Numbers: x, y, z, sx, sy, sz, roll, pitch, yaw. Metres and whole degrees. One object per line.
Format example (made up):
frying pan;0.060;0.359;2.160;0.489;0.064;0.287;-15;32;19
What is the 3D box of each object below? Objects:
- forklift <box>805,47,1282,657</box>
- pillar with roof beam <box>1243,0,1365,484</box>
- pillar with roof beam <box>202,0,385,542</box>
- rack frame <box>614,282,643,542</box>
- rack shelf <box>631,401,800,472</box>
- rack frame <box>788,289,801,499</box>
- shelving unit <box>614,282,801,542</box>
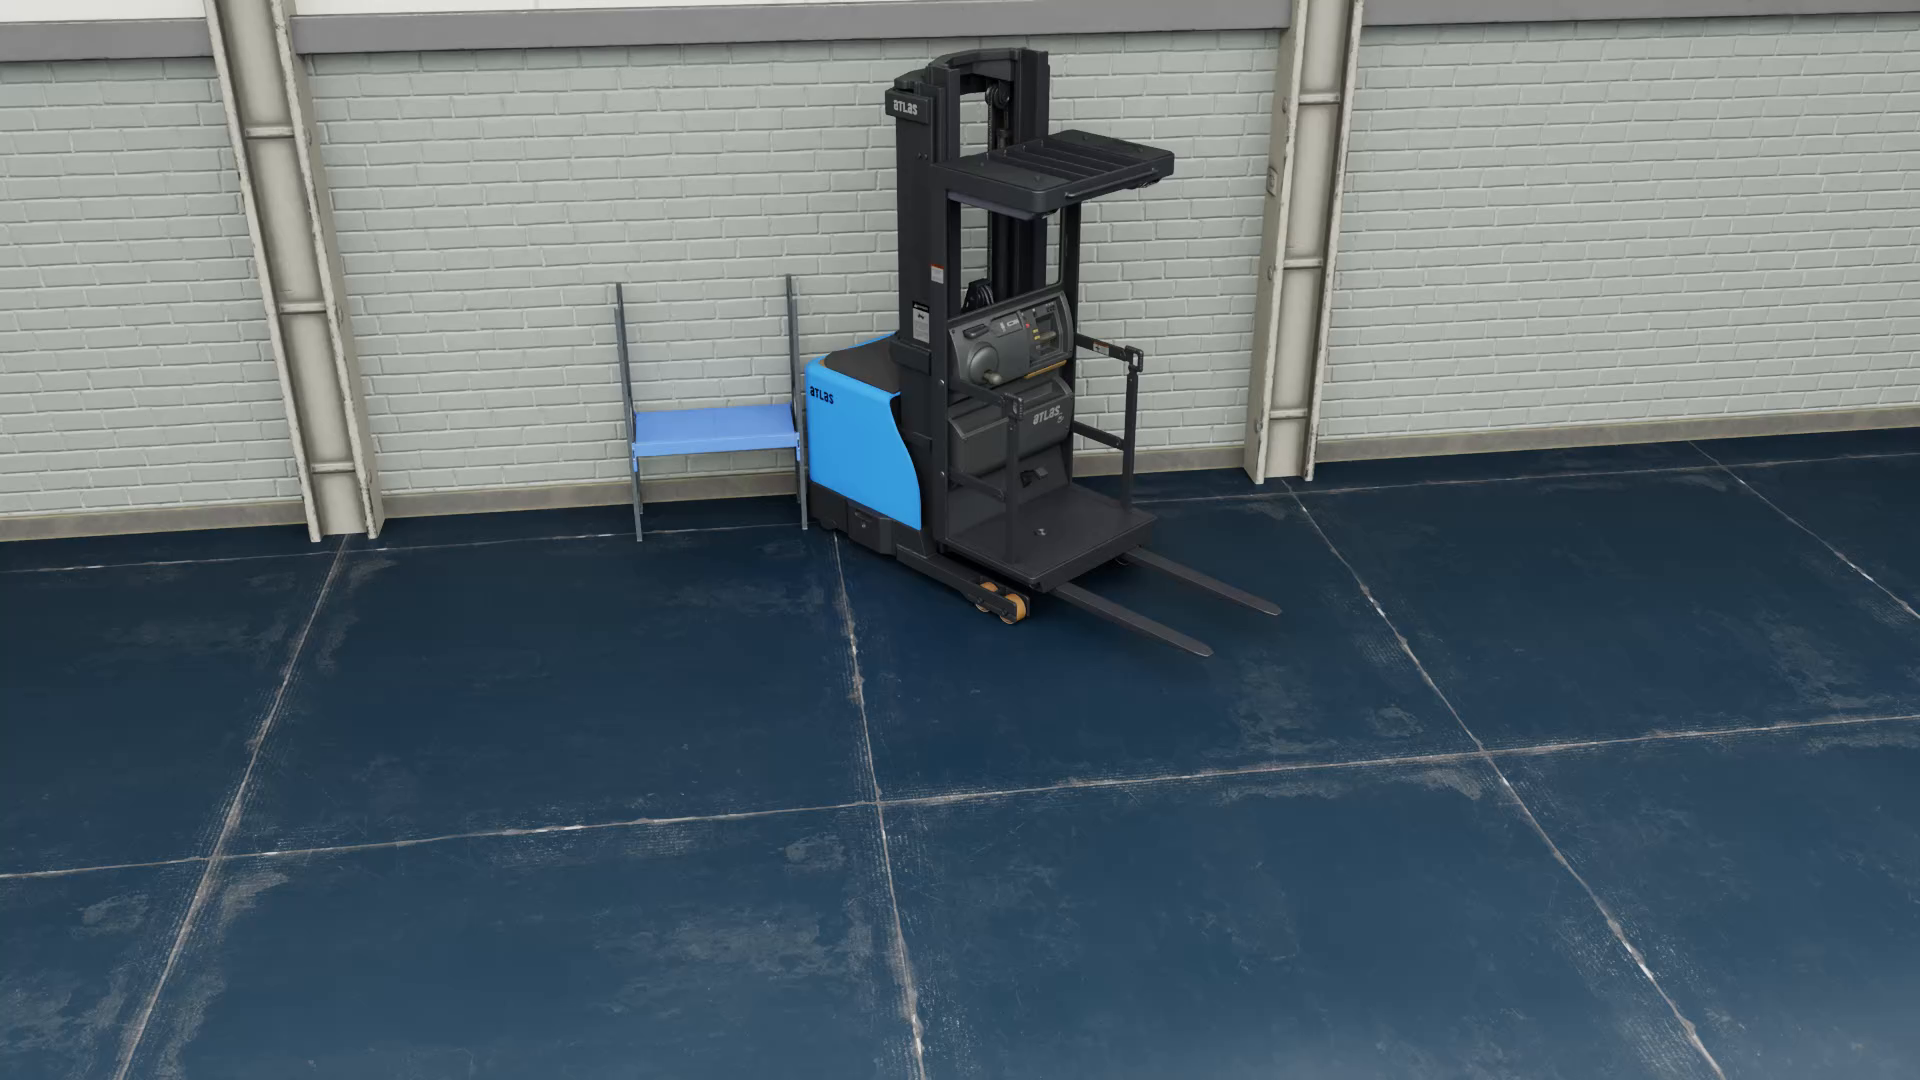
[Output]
forklift;0.444;-1.100;9.184;1.130;2.935;3.031;-24;36;-39
pillar with roof beam;2.724;-2.509;5.282;0.400;9.000;9.100;-4;27;-7
pillar with roof beam;-3.218;-2.127;4.539;0.400;9.000;9.100;-4;27;-7
rack frame;-2.010;-0.769;10.105;0.032;1.500;0.500;-4;27;-8
rack shelf;-1.508;-0.646;10.260;1.000;0.185;0.538;-4;27;-8
rack frame;-1.007;-0.844;10.252;0.013;1.308;0.475;-4;27;-8
shelving unit;-1.513;-0.806;10.177;1.039;1.500;0.538;-4;27;-8
